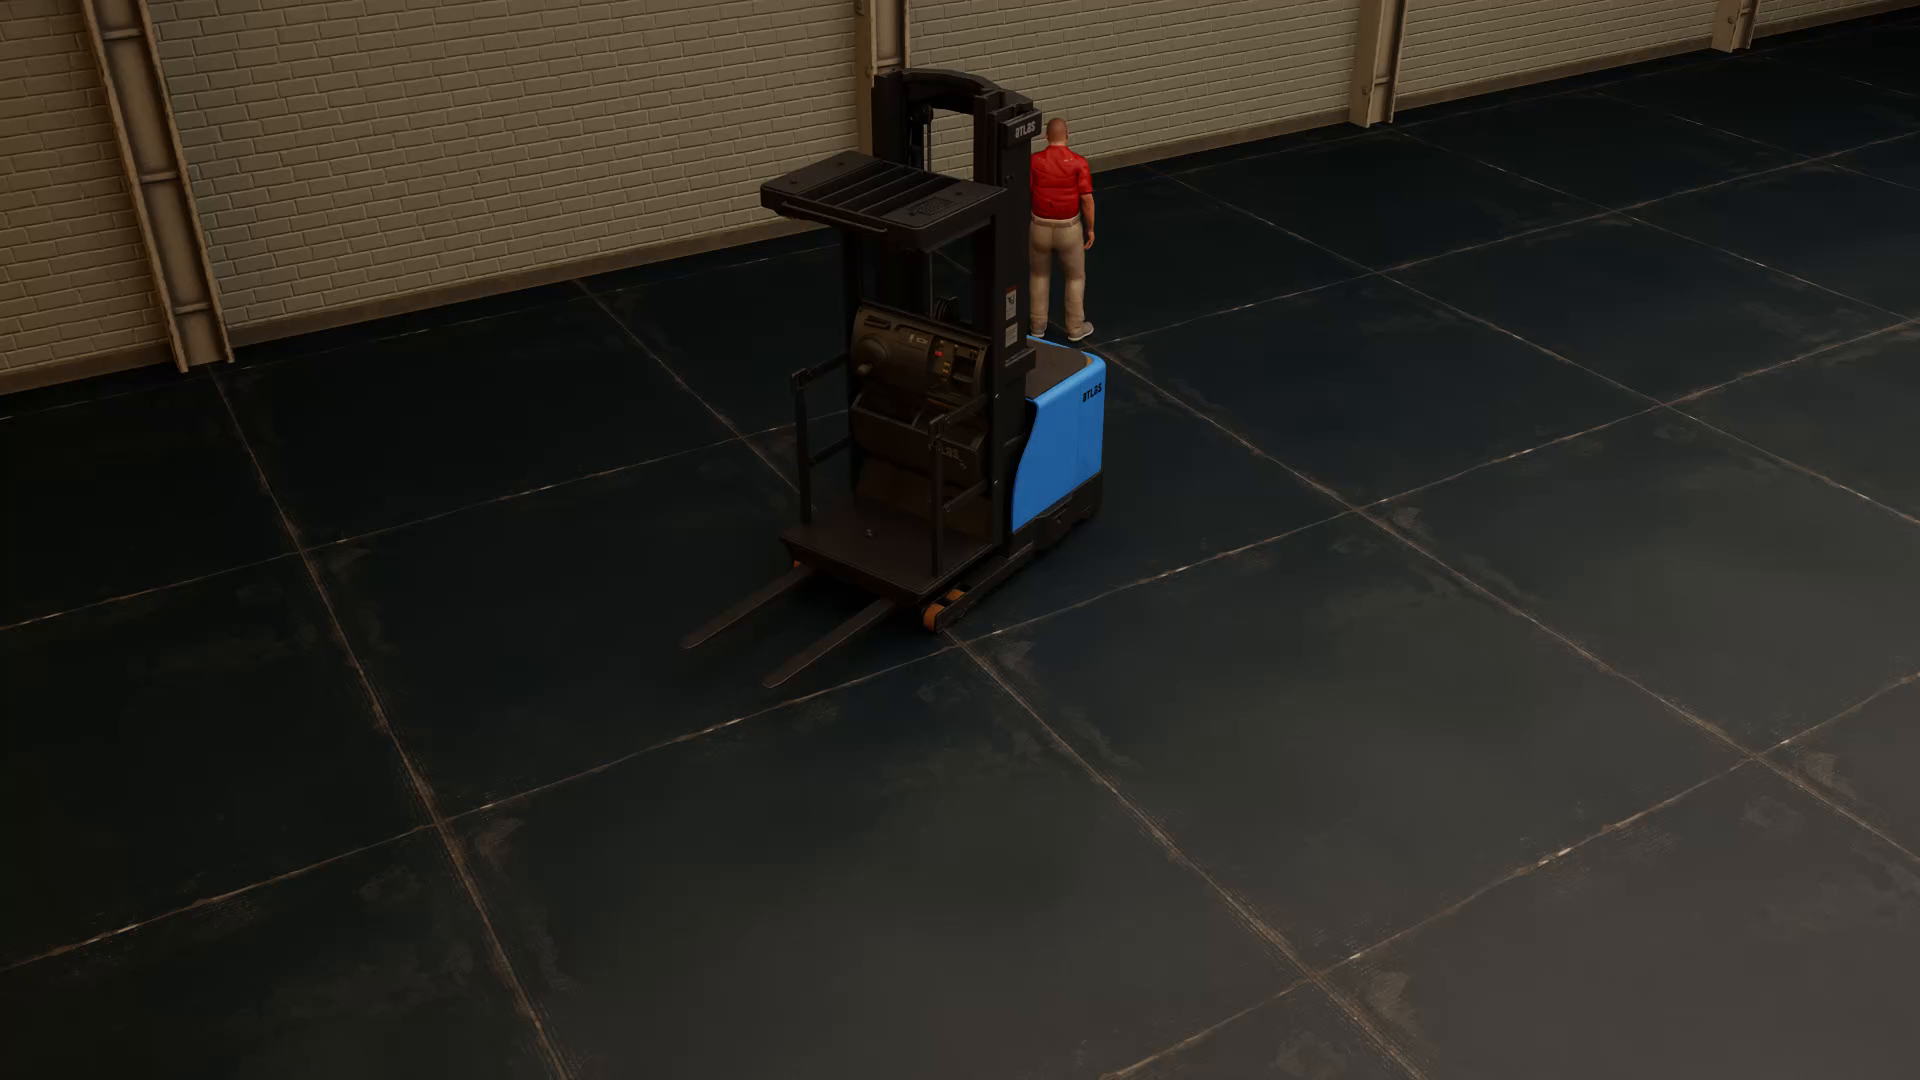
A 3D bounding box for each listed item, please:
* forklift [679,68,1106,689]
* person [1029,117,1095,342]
[{"bbox_3d":[-0.365,-1.007,9.329,1.130,2.935,3.031,21,37,31],"label":"forklift"},{"bbox_3d":[0.744,-2.378,12.788,0.607,1.727,0.394,6,31,10],"label":"person"}]
